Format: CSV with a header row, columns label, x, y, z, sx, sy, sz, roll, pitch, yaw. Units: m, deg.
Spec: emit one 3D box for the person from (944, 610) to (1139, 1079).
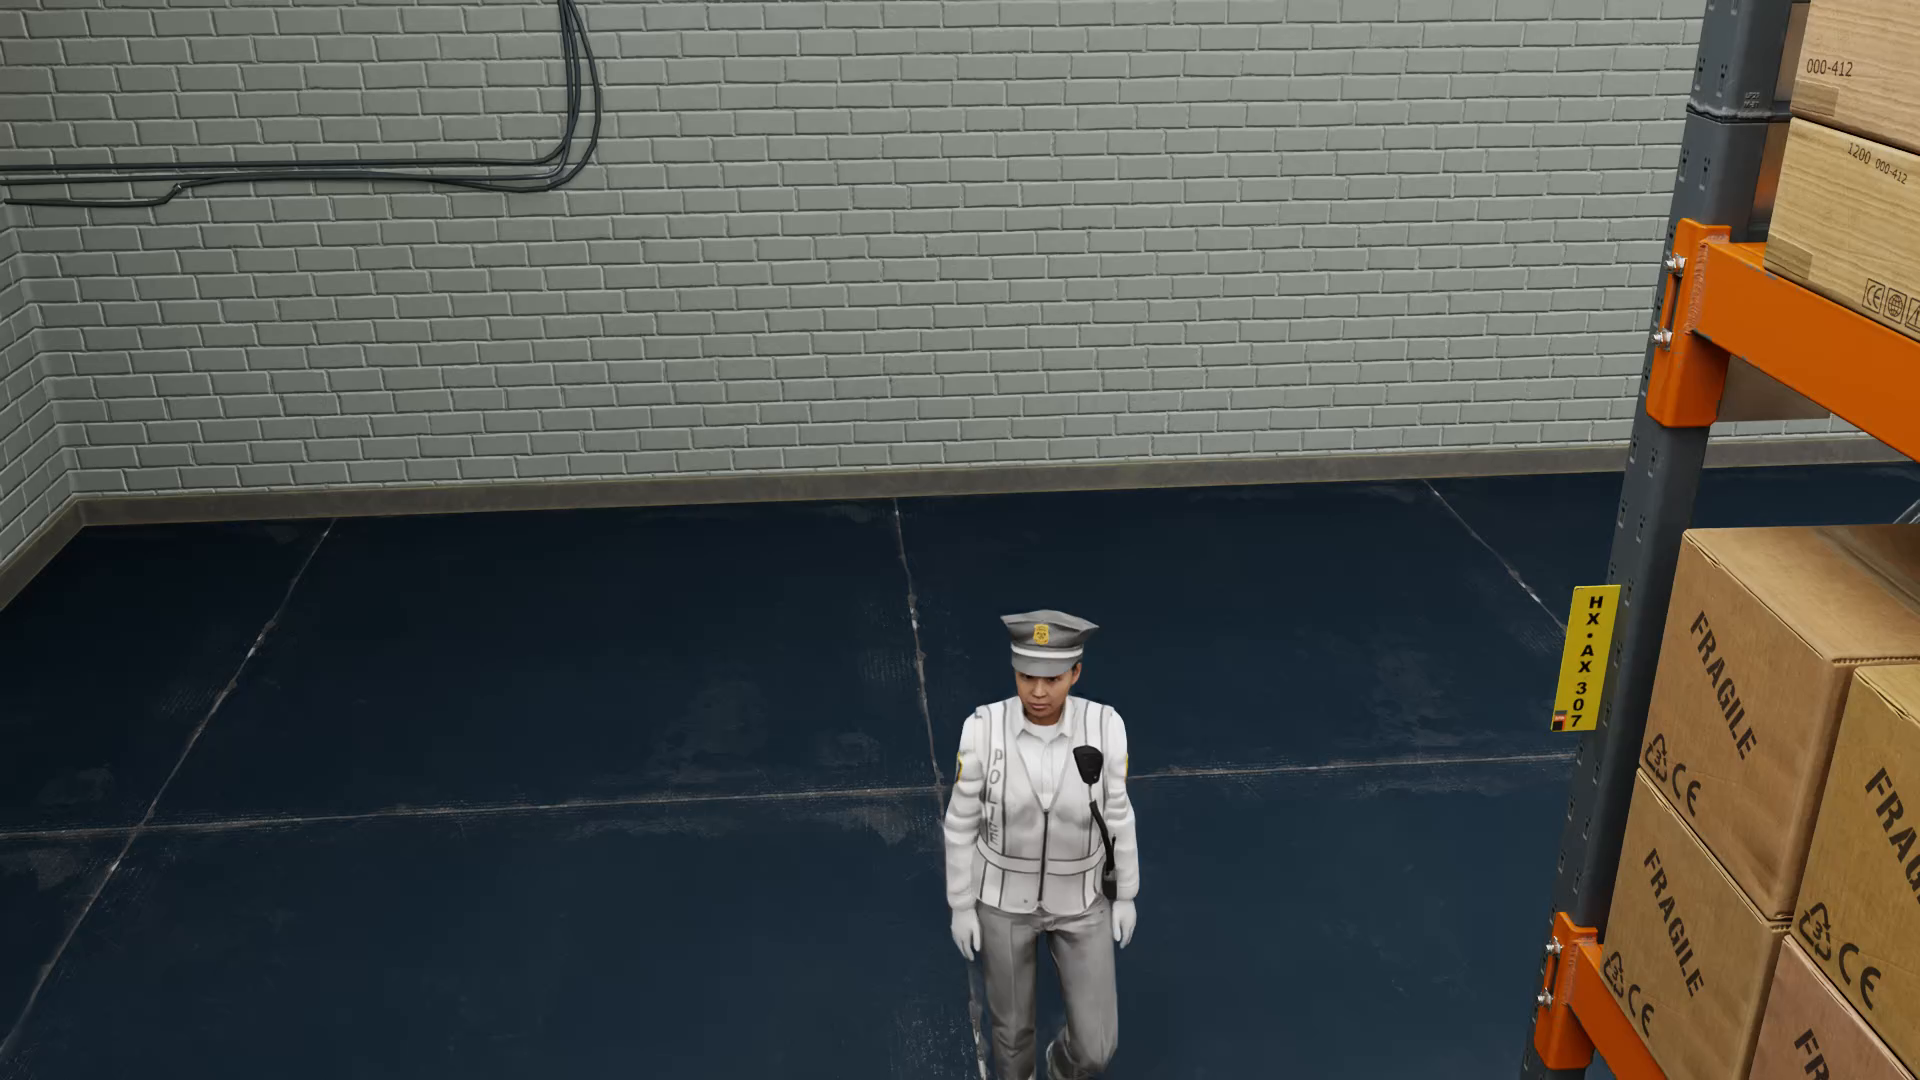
label,x,y,z,sx,sy,sz,roll,pitch,yaw
person,0.212,0.956,4.340,0.516,1.689,0.417,1,24,3
